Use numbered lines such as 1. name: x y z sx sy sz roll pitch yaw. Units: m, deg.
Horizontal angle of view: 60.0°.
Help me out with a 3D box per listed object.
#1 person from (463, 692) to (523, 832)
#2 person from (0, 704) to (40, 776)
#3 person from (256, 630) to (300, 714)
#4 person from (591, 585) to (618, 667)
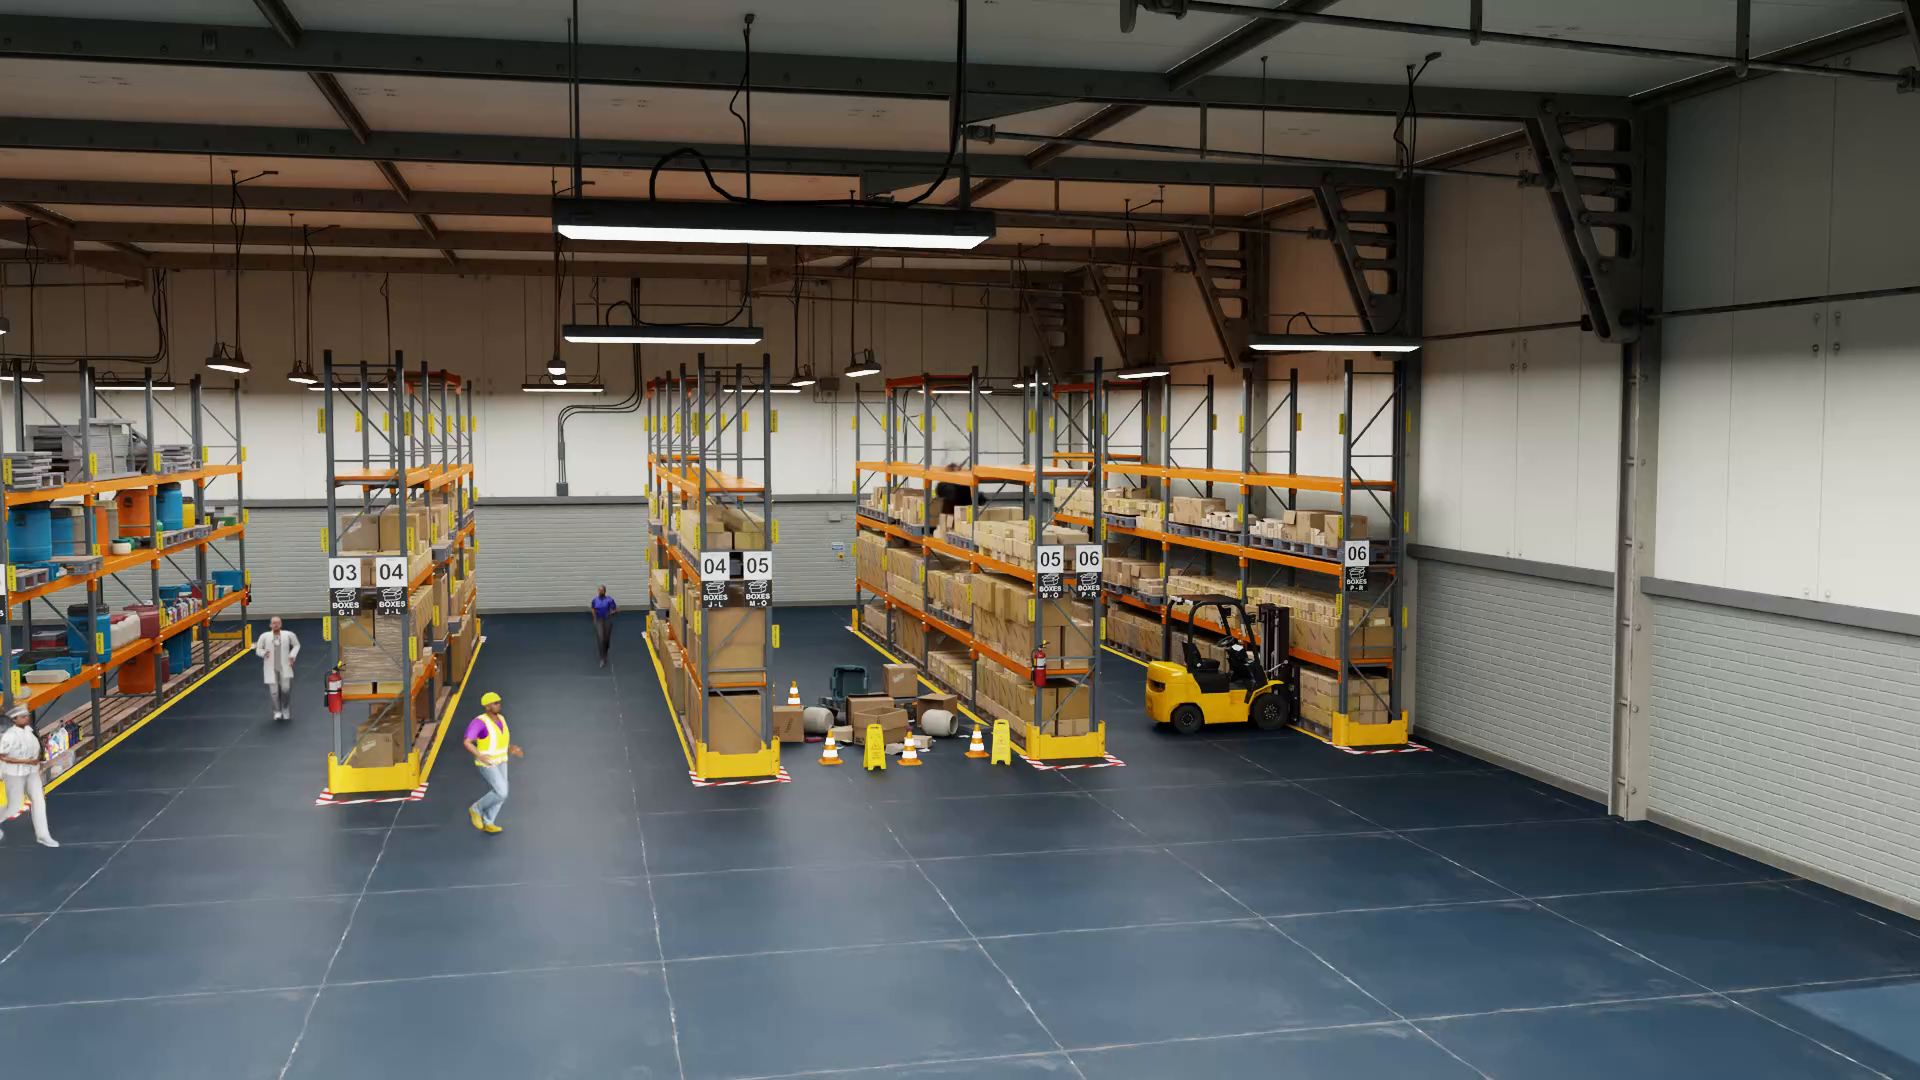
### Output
1. person: -5.703 2.721 20.342 0.571 1.720 0.675 1 4 19
2. person: -11.102 2.345 19.618 0.404 0.831 0.553 1 4 13
3. person: -11.493 2.242 28.046 0.694 1.445 0.558 -2 4 -21
4. person: -7.430 1.770 34.730 0.571 1.667 0.843 -1 4 -8
